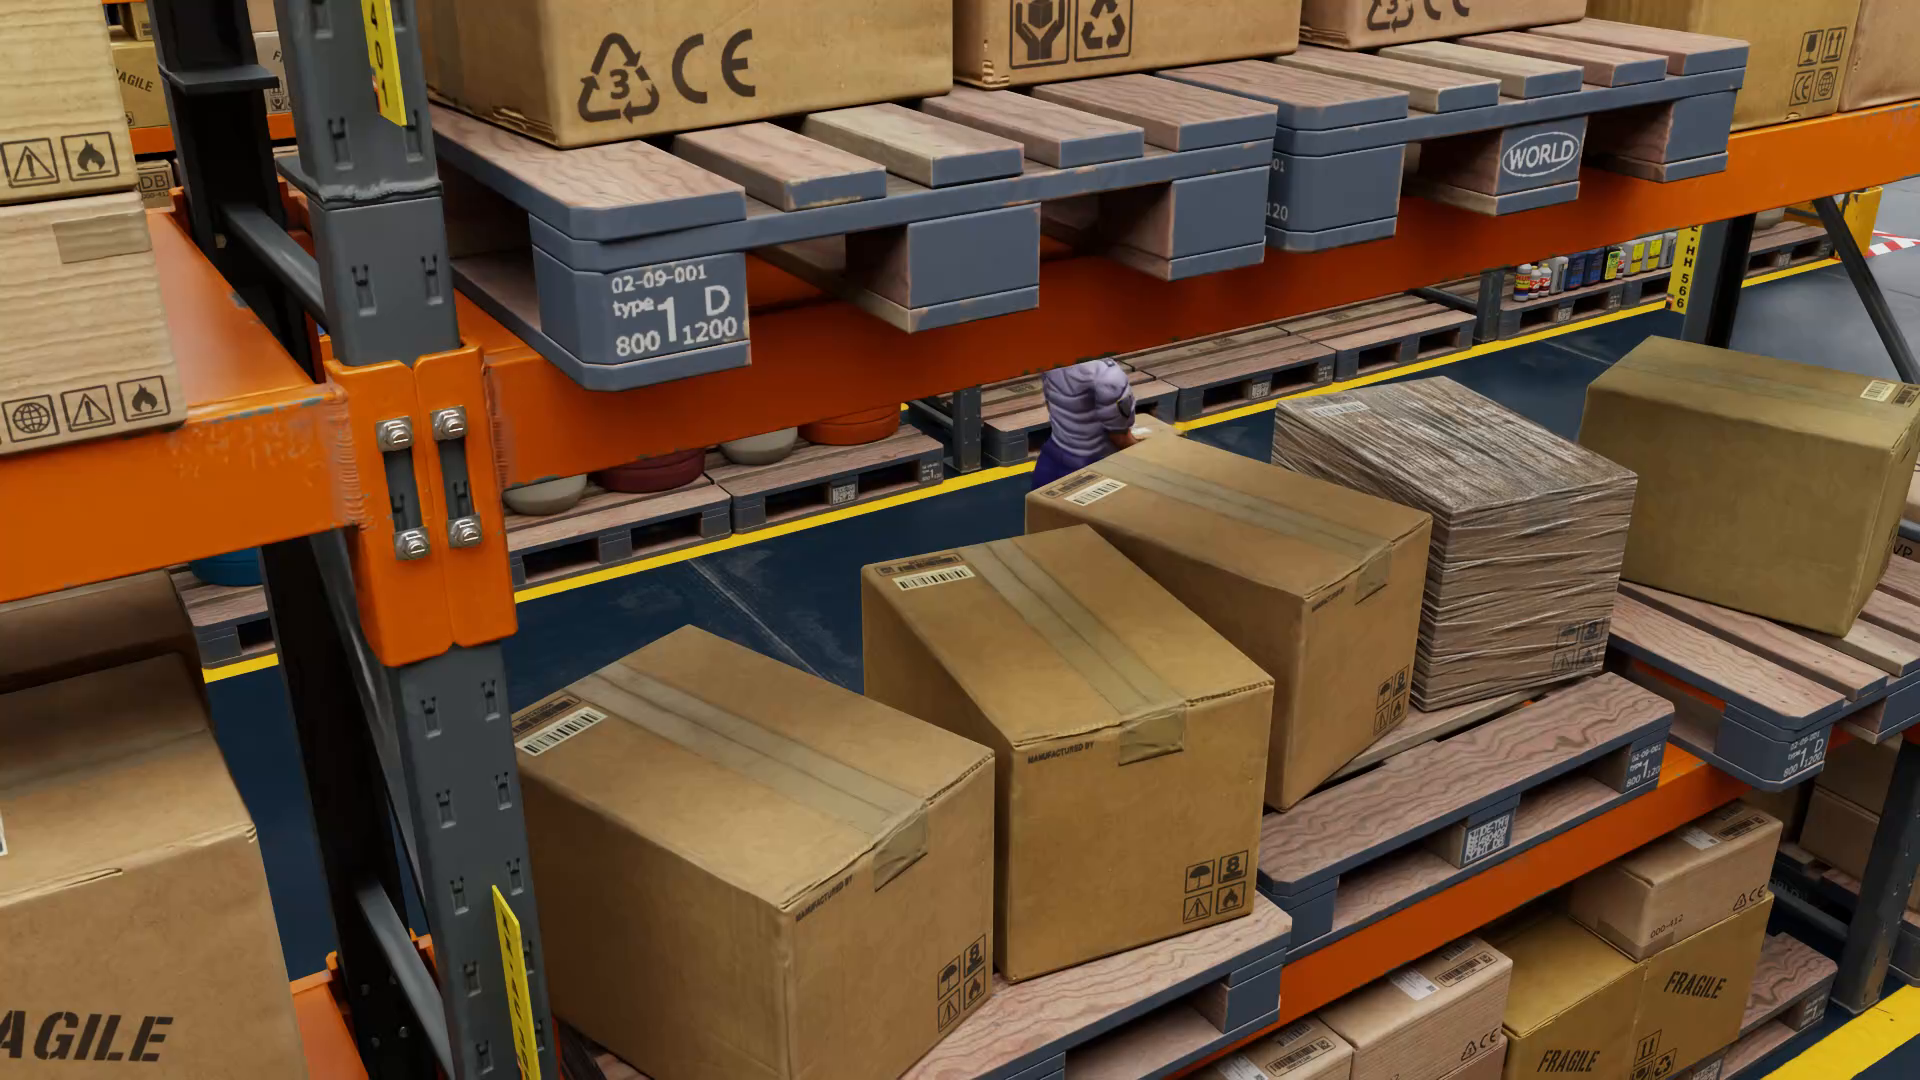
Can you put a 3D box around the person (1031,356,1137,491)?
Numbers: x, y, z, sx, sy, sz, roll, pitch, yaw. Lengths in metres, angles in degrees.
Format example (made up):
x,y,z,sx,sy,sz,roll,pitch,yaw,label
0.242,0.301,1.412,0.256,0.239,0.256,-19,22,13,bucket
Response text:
x,y,z,sx,sy,sz,roll,pitch,yaw,label
0.545,-0.227,6.599,0.476,1.651,0.487,-16,30,-30,person
